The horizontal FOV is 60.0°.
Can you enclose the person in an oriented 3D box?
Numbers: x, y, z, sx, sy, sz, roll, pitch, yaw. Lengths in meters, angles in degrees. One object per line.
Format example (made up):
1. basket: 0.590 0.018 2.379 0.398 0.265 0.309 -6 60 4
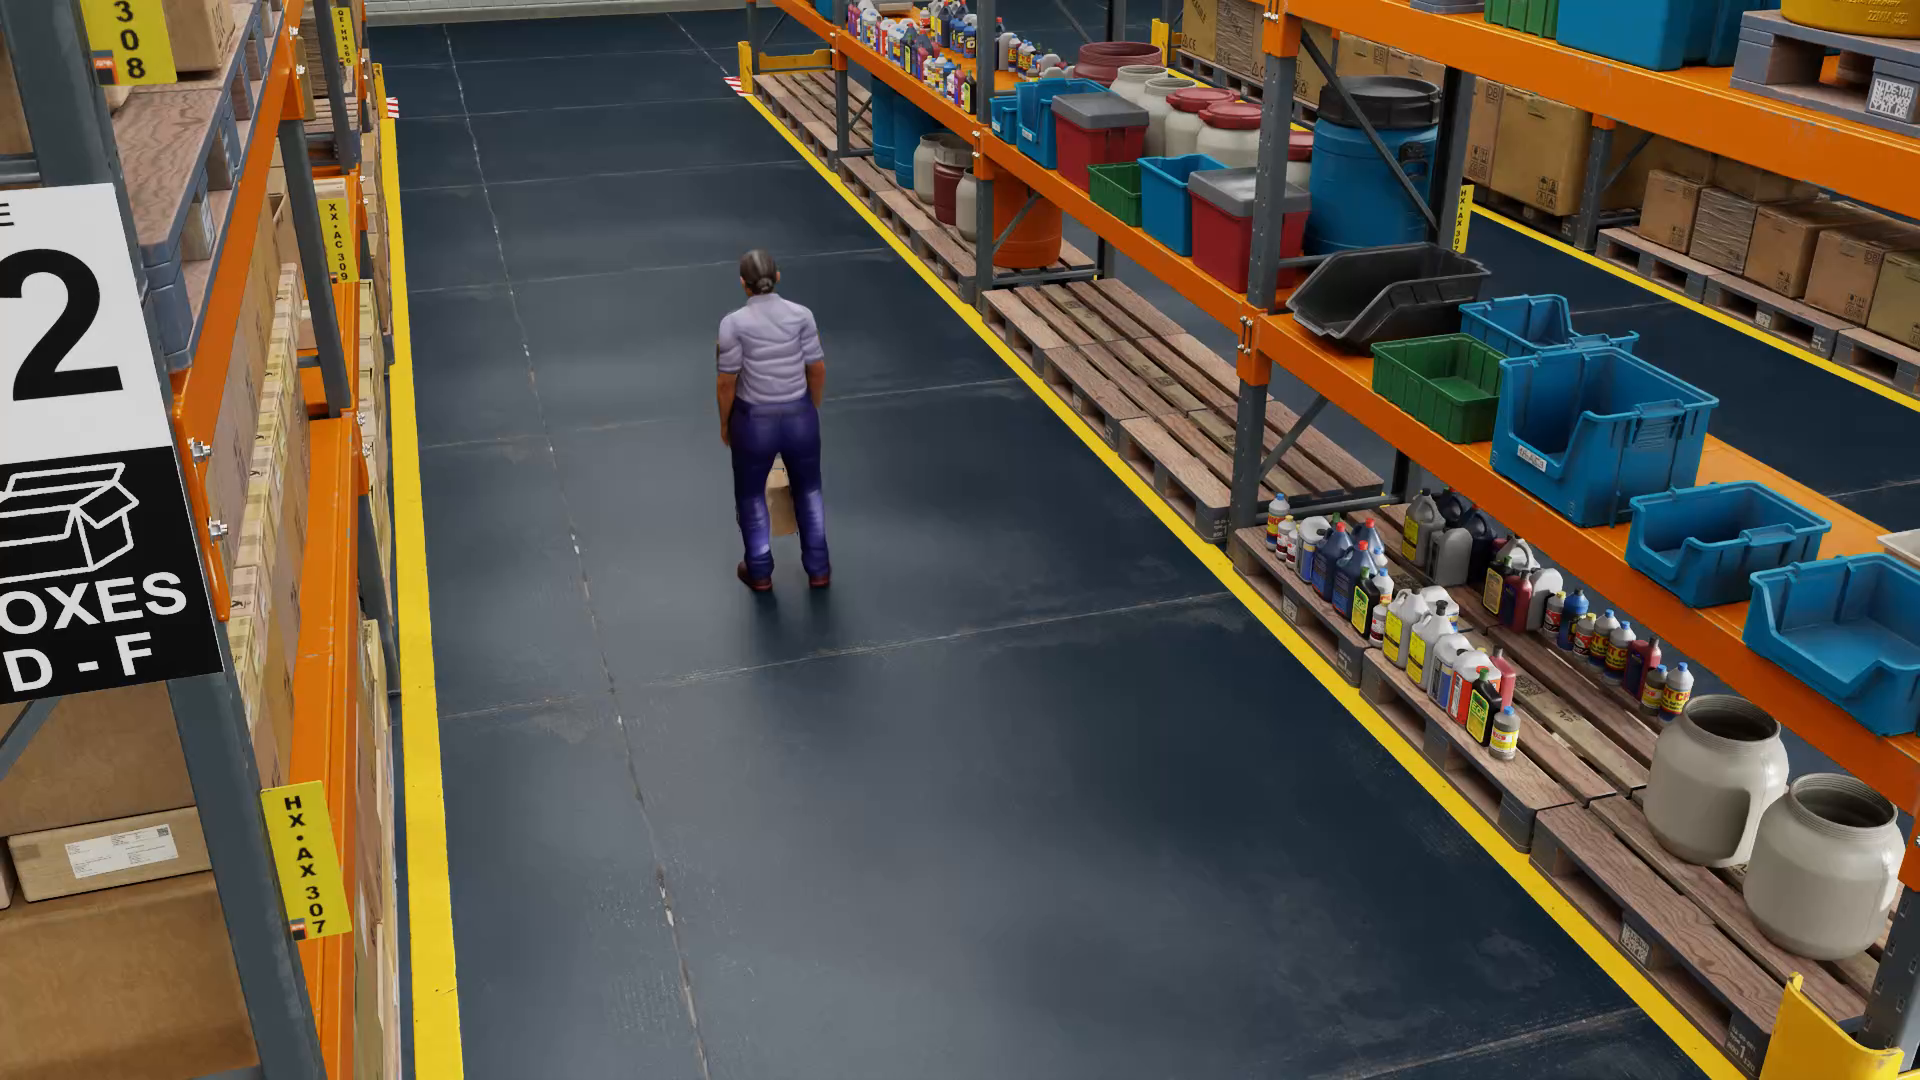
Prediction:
1. person: -0.865 -0.531 7.703 0.532 1.639 0.421 -9 28 -18
